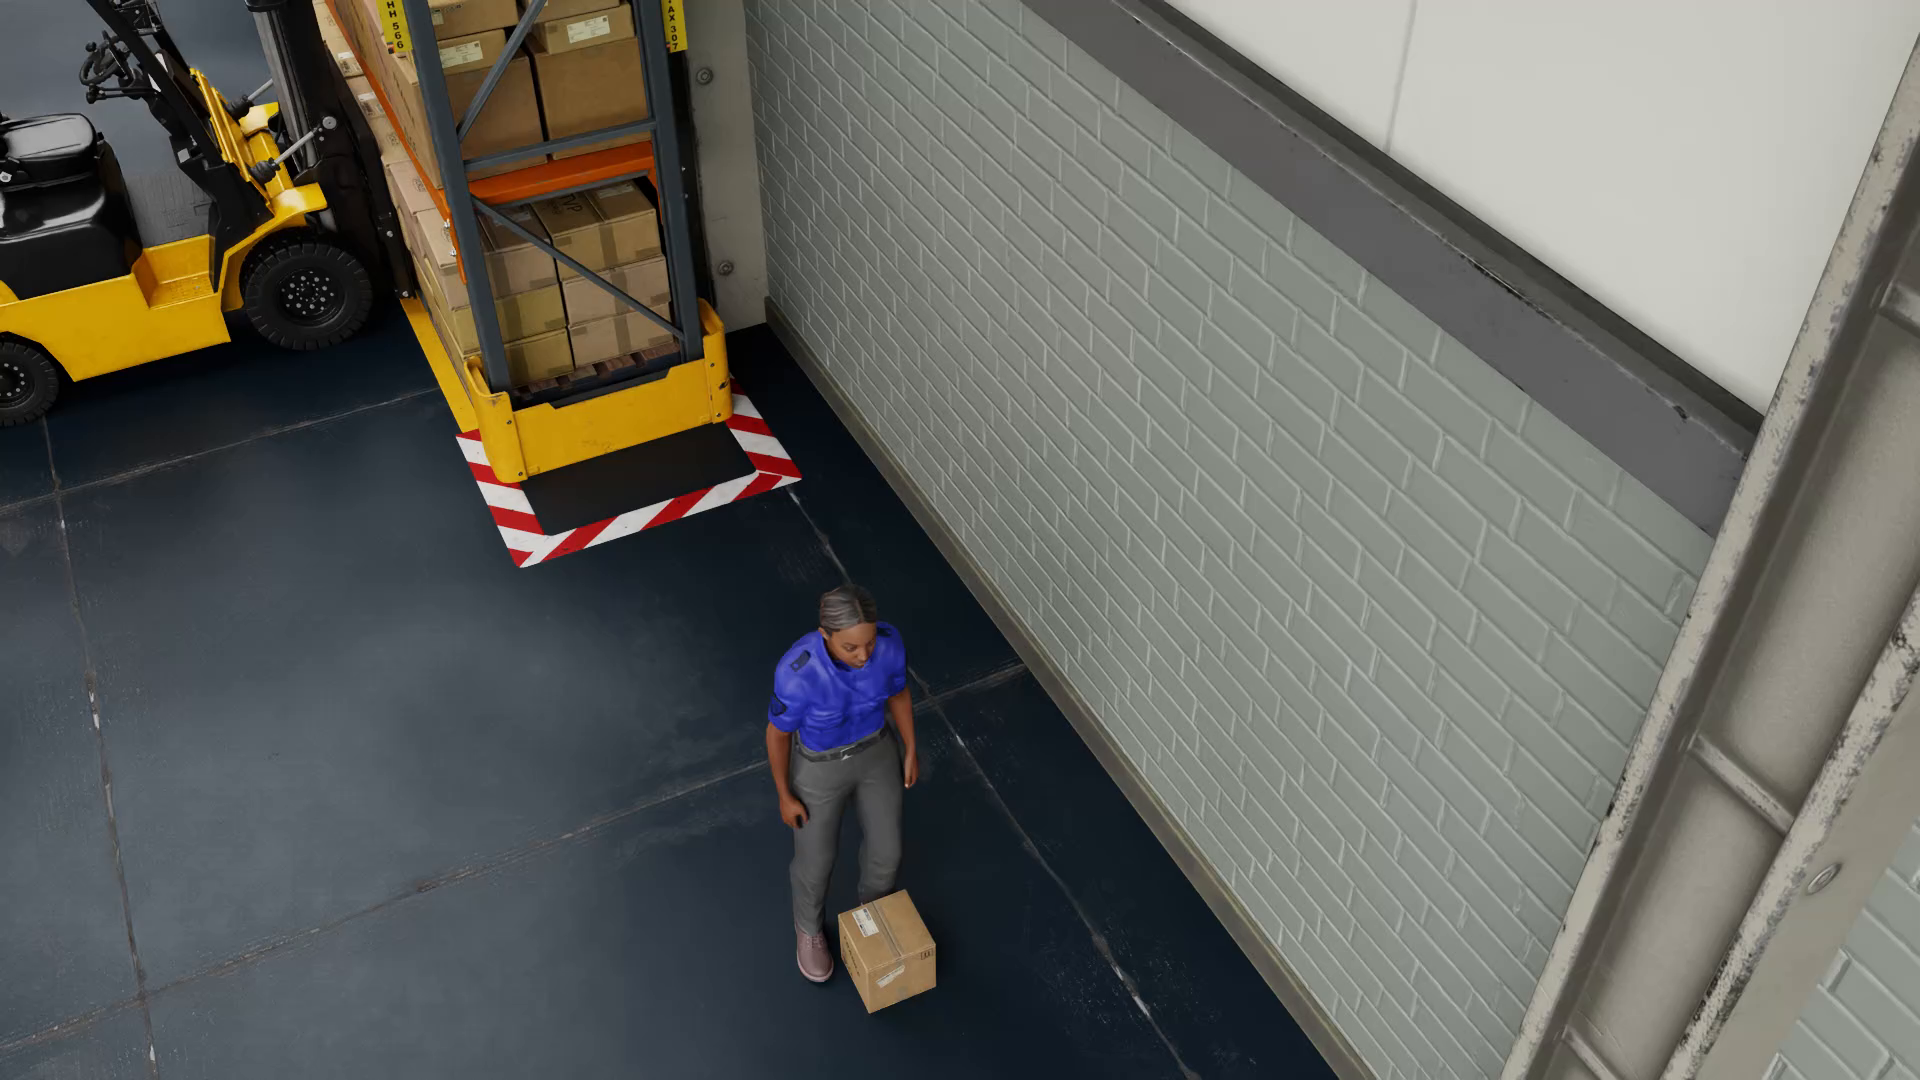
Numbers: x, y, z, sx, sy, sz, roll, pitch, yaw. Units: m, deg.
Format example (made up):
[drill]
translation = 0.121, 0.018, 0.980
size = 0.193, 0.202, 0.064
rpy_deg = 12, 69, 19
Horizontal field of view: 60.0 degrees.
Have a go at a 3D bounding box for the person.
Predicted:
[person]
translation = -0.357, 0.750, 5.314
size = 0.505, 1.655, 0.391
rpy_deg = -19, 45, -20
